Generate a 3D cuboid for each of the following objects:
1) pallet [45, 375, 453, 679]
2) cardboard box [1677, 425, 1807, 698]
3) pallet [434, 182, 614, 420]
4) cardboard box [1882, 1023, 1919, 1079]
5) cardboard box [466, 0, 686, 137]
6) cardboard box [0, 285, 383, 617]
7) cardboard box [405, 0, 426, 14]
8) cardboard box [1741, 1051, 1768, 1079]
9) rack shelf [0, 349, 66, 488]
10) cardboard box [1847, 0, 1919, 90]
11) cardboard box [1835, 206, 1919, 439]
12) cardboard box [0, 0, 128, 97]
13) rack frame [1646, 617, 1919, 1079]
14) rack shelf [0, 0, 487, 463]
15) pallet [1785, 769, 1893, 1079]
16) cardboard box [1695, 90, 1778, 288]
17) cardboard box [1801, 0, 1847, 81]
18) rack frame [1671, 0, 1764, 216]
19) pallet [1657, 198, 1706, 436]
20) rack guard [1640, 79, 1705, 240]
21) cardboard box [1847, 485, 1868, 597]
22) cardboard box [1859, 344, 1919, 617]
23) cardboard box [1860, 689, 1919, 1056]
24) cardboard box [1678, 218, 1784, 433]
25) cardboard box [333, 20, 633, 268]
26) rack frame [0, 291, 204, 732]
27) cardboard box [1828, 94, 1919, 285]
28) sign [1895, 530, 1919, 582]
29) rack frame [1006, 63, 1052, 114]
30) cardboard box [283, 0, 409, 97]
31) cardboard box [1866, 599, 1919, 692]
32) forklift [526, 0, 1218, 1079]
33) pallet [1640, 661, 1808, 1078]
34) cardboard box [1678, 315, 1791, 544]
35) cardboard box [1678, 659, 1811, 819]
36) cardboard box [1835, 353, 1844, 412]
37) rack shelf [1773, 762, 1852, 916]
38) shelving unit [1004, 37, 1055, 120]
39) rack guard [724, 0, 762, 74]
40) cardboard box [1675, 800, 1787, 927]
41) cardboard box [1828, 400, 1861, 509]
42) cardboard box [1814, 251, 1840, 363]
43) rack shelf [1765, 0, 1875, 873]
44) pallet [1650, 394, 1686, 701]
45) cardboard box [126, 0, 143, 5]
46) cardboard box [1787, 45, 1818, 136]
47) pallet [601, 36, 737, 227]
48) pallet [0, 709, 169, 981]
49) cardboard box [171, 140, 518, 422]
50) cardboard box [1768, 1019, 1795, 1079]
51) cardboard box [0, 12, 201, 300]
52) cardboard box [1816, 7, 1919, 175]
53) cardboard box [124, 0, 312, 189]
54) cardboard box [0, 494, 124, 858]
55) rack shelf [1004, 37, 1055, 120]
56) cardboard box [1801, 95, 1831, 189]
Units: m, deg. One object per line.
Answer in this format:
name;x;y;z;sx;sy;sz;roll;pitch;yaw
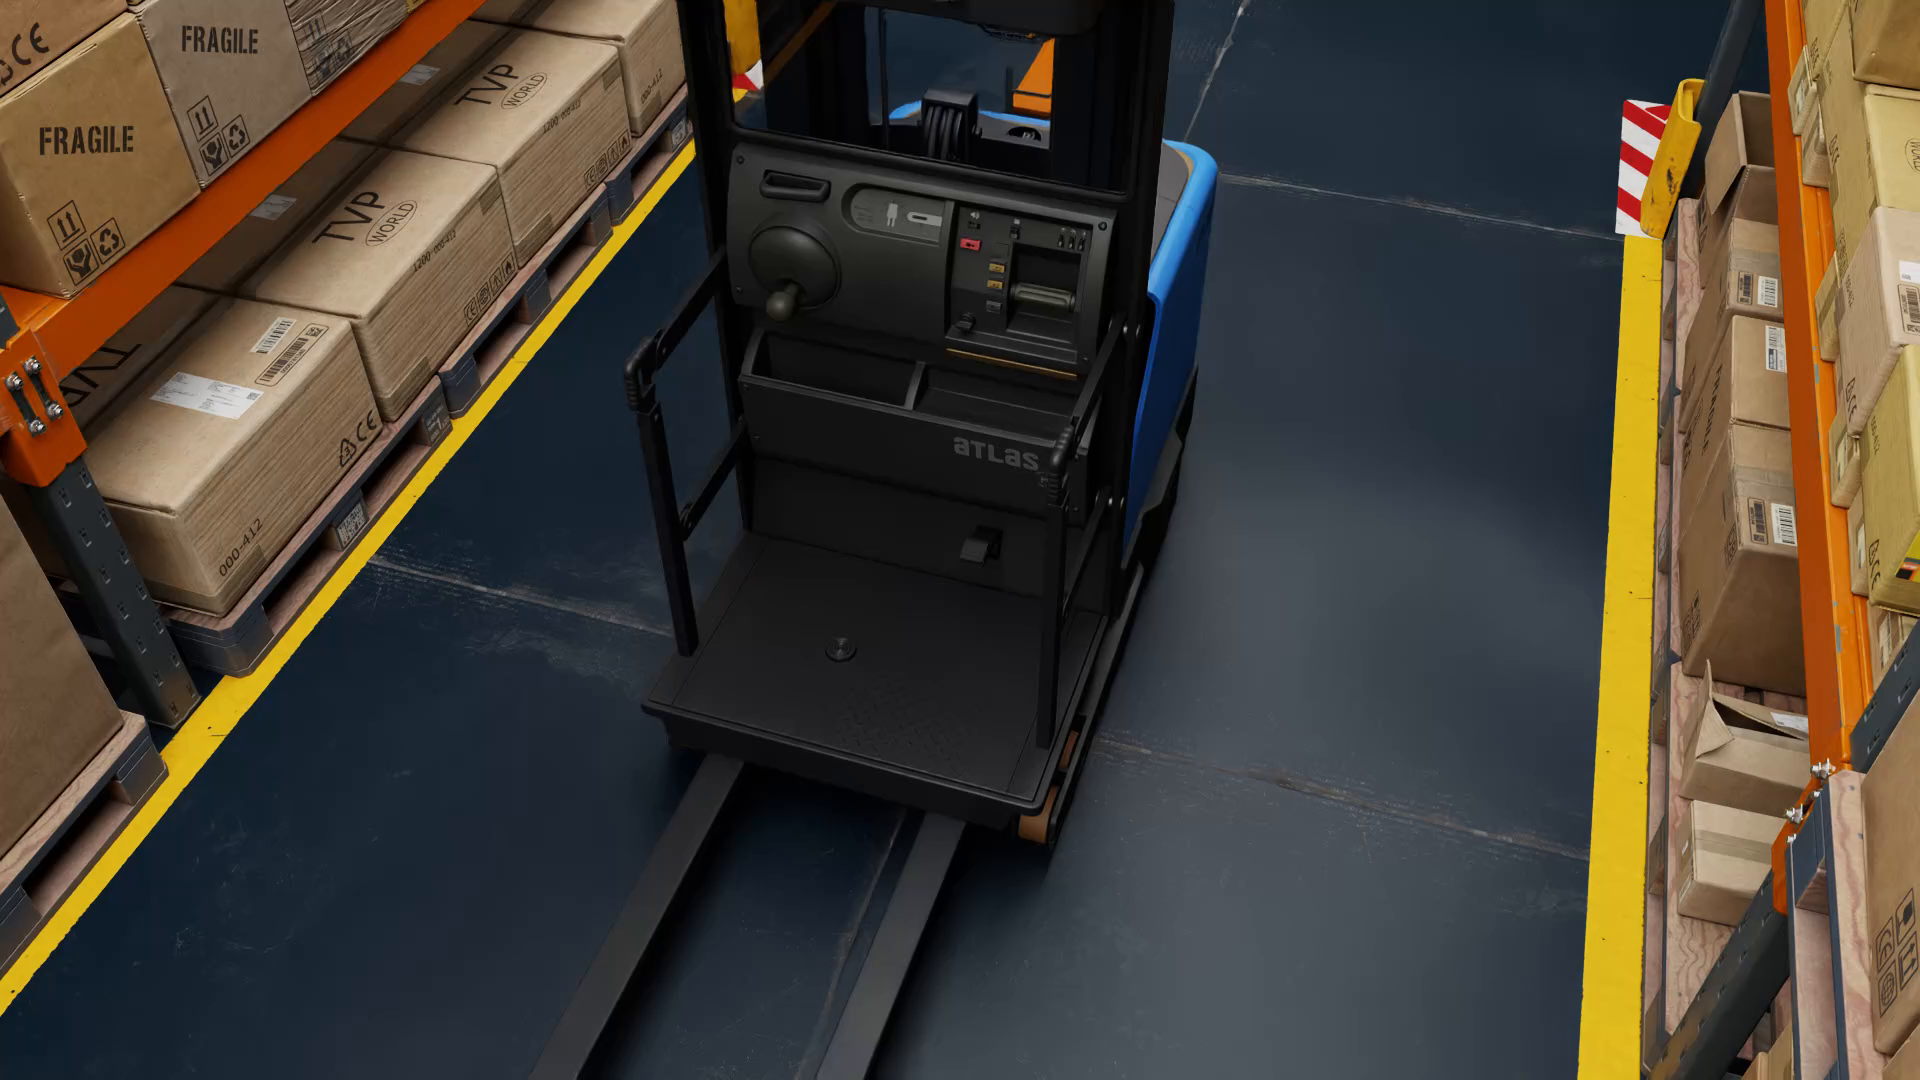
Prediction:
pallet;-2.366;-0.171;5.274;1.003;0.211;1.213;13;46;13
cardboard box;2.387;0.090;4.501;0.700;0.500;0.500;11;45;11
pallet;-1.998;-0.987;6.108;1.003;0.211;1.213;13;46;12
cardboard box;1.545;0.806;1.910;0.700;0.500;0.500;13;46;13
cardboard box;-1.564;-2.117;6.800;0.875;0.438;0.875;11;45;11
cardboard box;-2.378;-0.307;4.951;0.875;0.438;0.875;12;46;12
cardboard box;-1.810;-1.978;5.056;0.500;0.500;0.500;14;46;14
cardboard box;1.700;1.390;3.172;0.500;0.500;0.500;14;46;14
rack shelf;-3.276;0.913;2.687;1.077;0.370;4.000;13;46;13
cardboard box;2.424;-1.370;3.864;0.500;0.500;0.500;14;46;14
cardboard box;2.121;-0.409;3.418;0.500;0.250;0.500;13;46;13
cardboard box;-2.296;-1.337;3.685;0.500;0.500;0.500;13;46;13
rack frame;2.058;0.371;2.726;0.949;2.616;0.053;13;46;13
rack shelf;-2.065;-1.753;5.411;1.077;0.370;4.000;13;46;13
pallet;1.715;0.950;2.272;1.003;0.211;1.213;13;46;13
cardboard box;2.997;-1.165;5.780;0.797;0.503;0.637;11;45;11
cardboard box;2.576;-1.427;4.459;0.500;0.250;0.500;12;46;12
rack frame;3.273;-2.295;5.450;1.000;3.000;0.127;13;46;13
pallet;3.009;-0.716;5.831;1.003;0.211;1.213;13;46;13
rack guard;3.250;-1.351;6.273;1.175;0.500;0.348;13;46;13
cardboard box;1.975;0.017;3.267;0.380;0.149;0.250;14;46;14
cardboard box;1.983;-0.072;3.074;0.500;0.250;0.500;14;46;14
cardboard box;1.702;0.461;2.263;0.700;0.500;0.500;14;46;14
cardboard box;2.701;-0.602;5.208;0.700;0.500;0.500;14;46;14
cardboard box;-1.833;-1.505;6.175;0.875;0.438;0.875;14;46;14
rack frame;-2.671;-0.677;3.798;1.000;3.000;0.127;13;46;13
cardboard box;2.284;-0.739;3.755;0.500;0.250;0.500;12;46;12
sign;1.542;-0.048;2.535;0.100;0.325;0.005;13;46;13
rack frame;0.256;-0.976;5.389;0.240;1.200;0.015;13;46;13
cardboard box;-1.966;-1.635;4.705;0.500;0.500;0.500;13;46;13
cardboard box;1.917;0.195;3.085;0.380;0.149;0.250;13;46;13
forklift;-0.171;-0.566;3.733;1.130;2.935;3.031;13;46;13
pallet;2.270;0.911;4.169;1.003;0.211;1.213;13;46;13
cardboard box;2.446;-0.271;4.869;0.500;0.500;0.500;13;46;13
cardboard box;2.058;0.527;4.221;0.396;0.266;0.258;14;46;14
cardboard box;2.136;-0.330;3.623;0.380;0.149;0.250;14;46;14
rack shelf;1.456;1.962;1.615;1.077;0.370;4.000;13;46;13
shelving unit;0.333;-1.138;5.555;0.258;1.200;0.503;13;46;13
rack guard;-1.452;-2.466;7.413;1.175;0.500;0.348;13;46;13
cardboard box;1.950;0.807;4.019;0.380;0.149;0.250;11;45;11
cardboard box;2.031;-0.161;3.450;0.380;0.149;0.250;14;46;14
cardboard box;2.187;-0.507;3.803;0.380;0.149;0.250;12;46;12
rack shelf;2.667;-0.705;4.340;1.077;0.370;4.000;13;46;13
pallet;2.638;0.095;5.002;1.003;0.211;1.213;13;46;13
cardboard box;-2.137;-1.672;4.027;0.500;0.500;0.500;12;46;12
cardboard box;2.474;-1.196;4.507;0.380;0.149;0.250;11;46;11
pallet;-1.627;-1.797;6.936;1.003;0.211;1.213;13;46;13
pallet;-2.832;0.850;4.231;1.003;0.211;1.213;13;46;13
cardboard box;-2.108;-0.904;5.561;0.875;0.438;0.875;11;45;11
cardboard box;1.699;1.066;3.039;0.380;0.149;0.250;15;46;14
cardboard box;-2.279;-0.970;4.026;0.500;0.500;0.500;14;46;14
cardboard box;2.441;-1.082;4.106;0.500;0.250;0.500;11;46;11
cardboard box;-2.123;-1.305;4.367;0.500;0.500;0.500;13;46;13
cardboard box;-2.782;0.362;3.954;0.875;0.875;0.875;14;46;14
rack shelf;0.333;-1.419;5.280;0.258;0.148;0.480;13;46;13
cardboard box;2.414;-1.016;4.323;0.380;0.149;0.250;14;46;13
